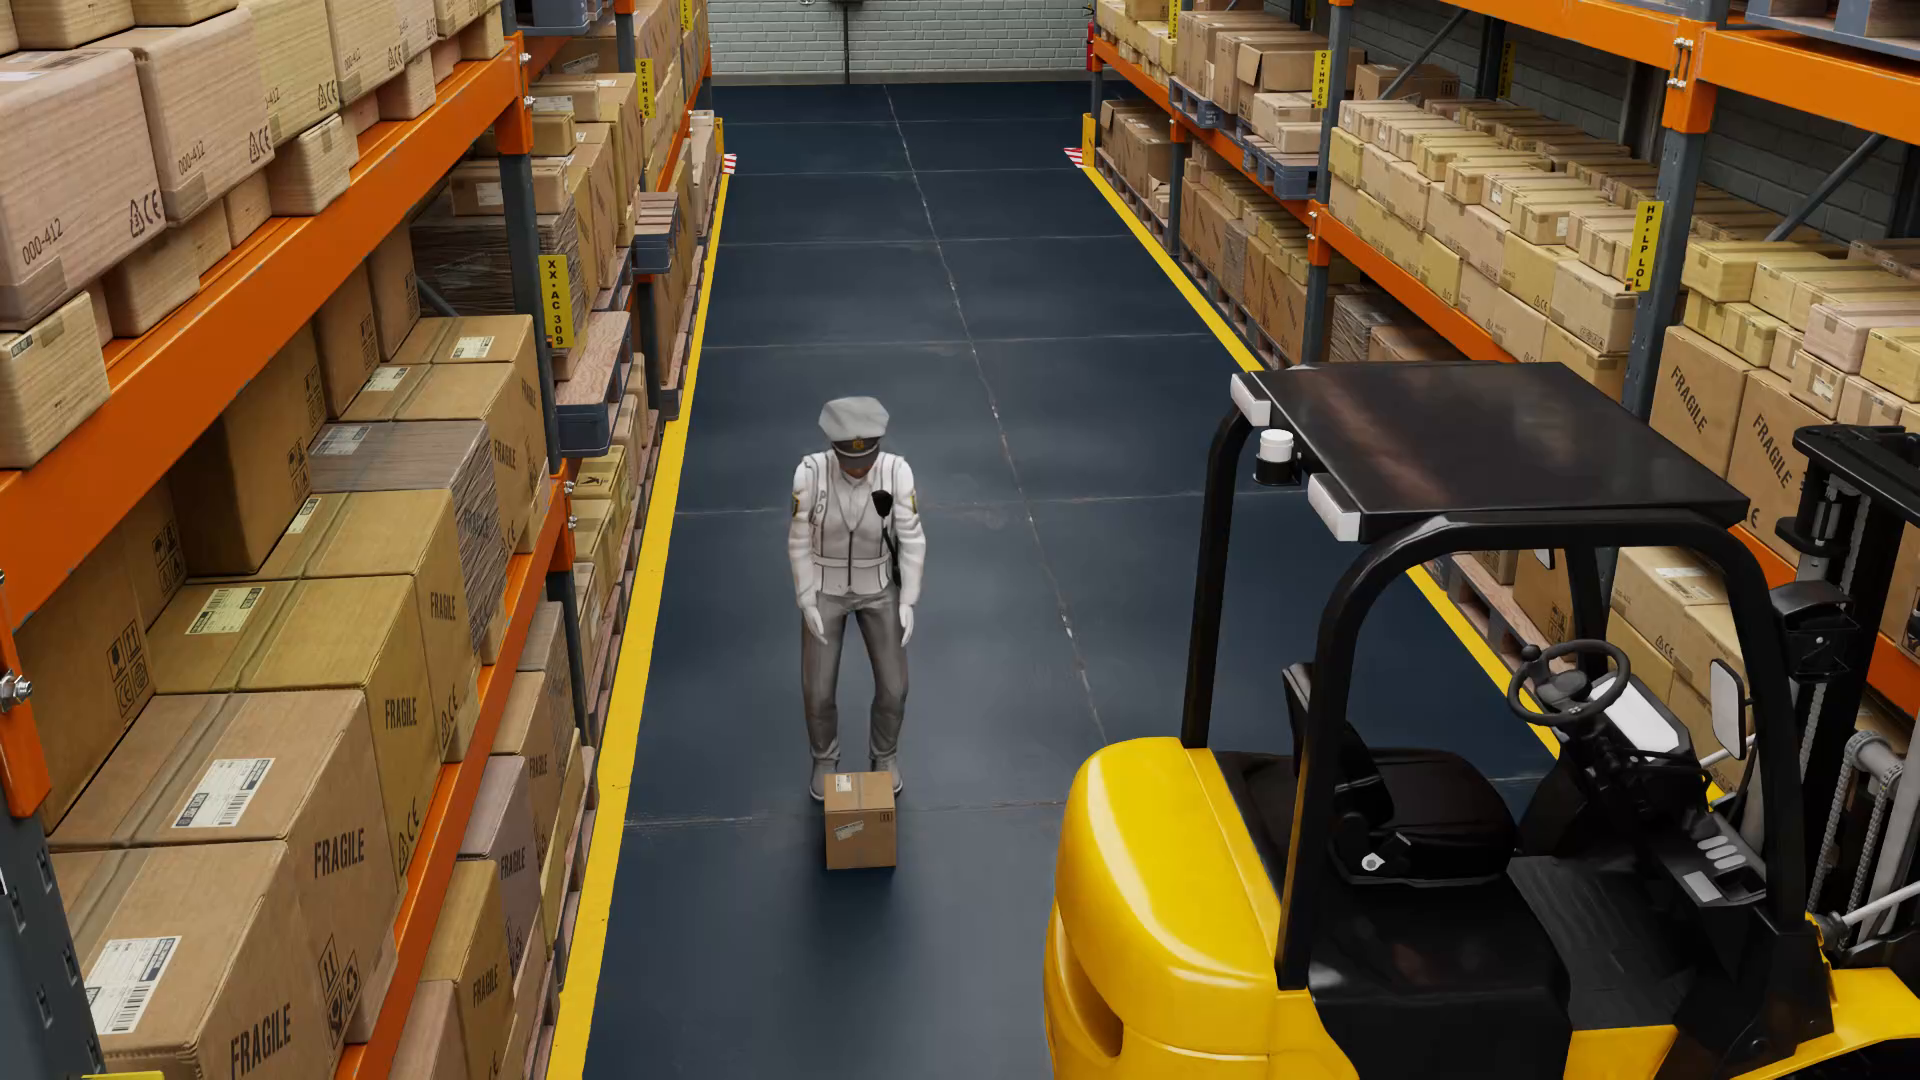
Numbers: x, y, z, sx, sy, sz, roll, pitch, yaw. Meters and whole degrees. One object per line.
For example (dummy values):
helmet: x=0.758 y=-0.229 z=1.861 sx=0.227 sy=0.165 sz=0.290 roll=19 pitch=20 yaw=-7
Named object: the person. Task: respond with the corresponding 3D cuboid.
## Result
person: x=-0.378 y=0.223 z=6.186 sx=0.508 sy=1.604 sz=0.485 roll=-2 pitch=24 yaw=-4
